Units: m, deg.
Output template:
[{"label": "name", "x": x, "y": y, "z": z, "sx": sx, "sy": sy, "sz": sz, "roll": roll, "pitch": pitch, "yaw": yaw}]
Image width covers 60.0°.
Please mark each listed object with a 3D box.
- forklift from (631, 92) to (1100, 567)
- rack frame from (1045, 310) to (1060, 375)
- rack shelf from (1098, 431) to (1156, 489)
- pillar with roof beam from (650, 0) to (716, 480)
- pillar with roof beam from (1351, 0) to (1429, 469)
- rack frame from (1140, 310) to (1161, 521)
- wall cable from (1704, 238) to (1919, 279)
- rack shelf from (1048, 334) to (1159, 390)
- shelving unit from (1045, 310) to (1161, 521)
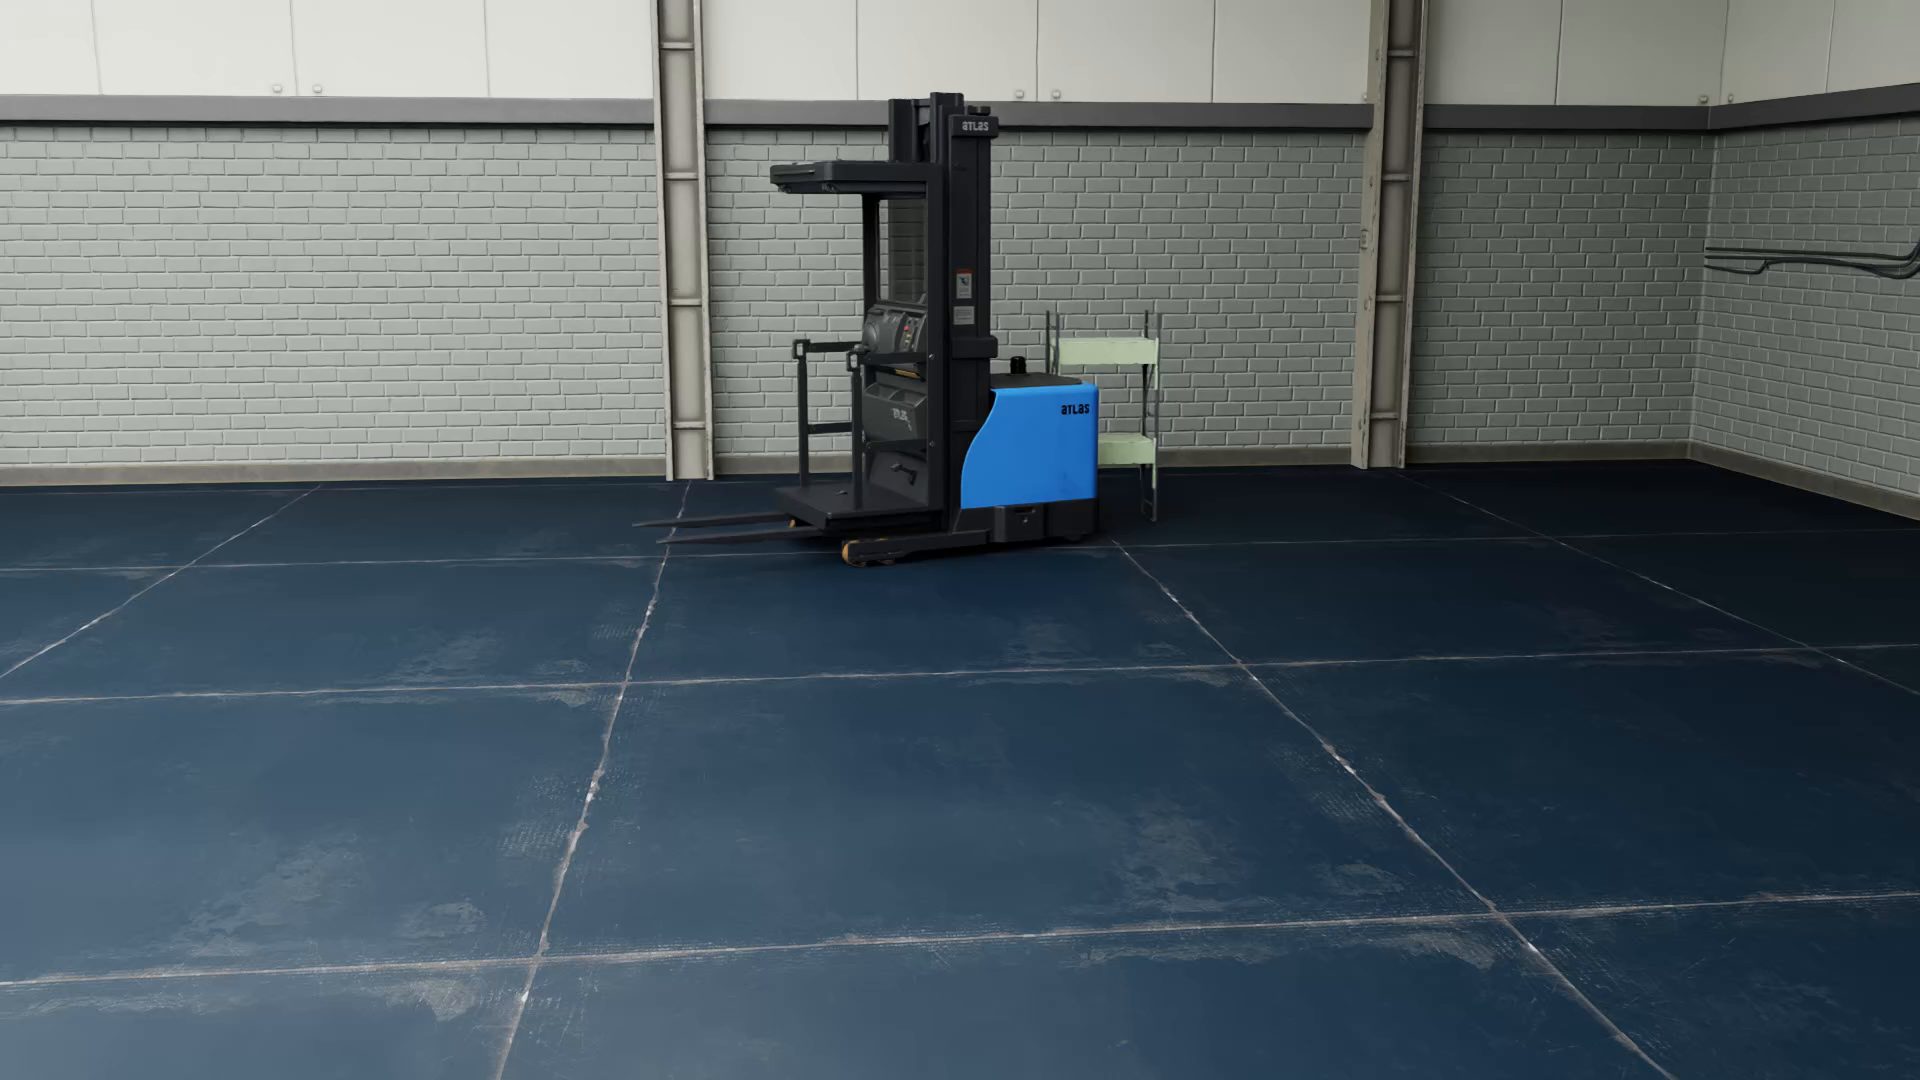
[{"label": "forklift", "x": -0.614, "y": -1.386, "z": 10.819, "sx": 3.031, "sy": 2.935, "sz": 1.130, "roll": -5, "pitch": 12, "yaw": -25}, {"label": "rack frame", "x": 0.662, "y": -0.890, "z": 12.008, "sx": 0.023, "sy": 1.500, "sz": 0.400, "roll": -2, "pitch": 11, "yaw": -8}, {"label": "rack shelf", "x": 1.024, "y": -0.580, "z": 12.121, "sx": 0.720, "sy": 0.370, "sz": 0.431, "roll": -2, "pitch": 11, "yaw": -8}, {"label": "pillar with roof beam", "x": -1.810, "y": -4.122, "z": 9.005, "sx": 0.400, "sy": 9.000, "sz": 9.100, "roll": -1, "pitch": 11, "yaw": -6}, {"label": "pillar with roof beam", "x": 4.155, "y": -4.247, "z": 9.641, "sx": 0.400, "sy": 9.000, "sz": 9.100, "roll": -1, "pitch": 11, "yaw": -6}, {"label": "rack frame", "x": 1.387, "y": -0.910, "z": 12.107, "sx": 0.023, "sy": 1.500, "sz": 0.400, "roll": -2, "pitch": 11, "yaw": -8}, {"label": "wall cable", "x": 6.762, "y": -3.356, "z": 13.162, "sx": 0.112, "sy": 2.526, "sz": 3.097, "roll": -1, "pitch": 11, "yaw": -6}, {"label": "rack shelf", "x": 1.024, "y": -1.283, "z": 11.982, "sx": 0.720, "sy": 0.370, "sz": 0.431, "roll": -2, "pitch": 11, "yaw": -8}, {"label": "shelving unit", "x": 1.024, "y": -0.900, "z": 12.058, "sx": 0.755, "sy": 1.500, "sz": 0.431, "roll": -2, "pitch": 11, "yaw": -8}]
